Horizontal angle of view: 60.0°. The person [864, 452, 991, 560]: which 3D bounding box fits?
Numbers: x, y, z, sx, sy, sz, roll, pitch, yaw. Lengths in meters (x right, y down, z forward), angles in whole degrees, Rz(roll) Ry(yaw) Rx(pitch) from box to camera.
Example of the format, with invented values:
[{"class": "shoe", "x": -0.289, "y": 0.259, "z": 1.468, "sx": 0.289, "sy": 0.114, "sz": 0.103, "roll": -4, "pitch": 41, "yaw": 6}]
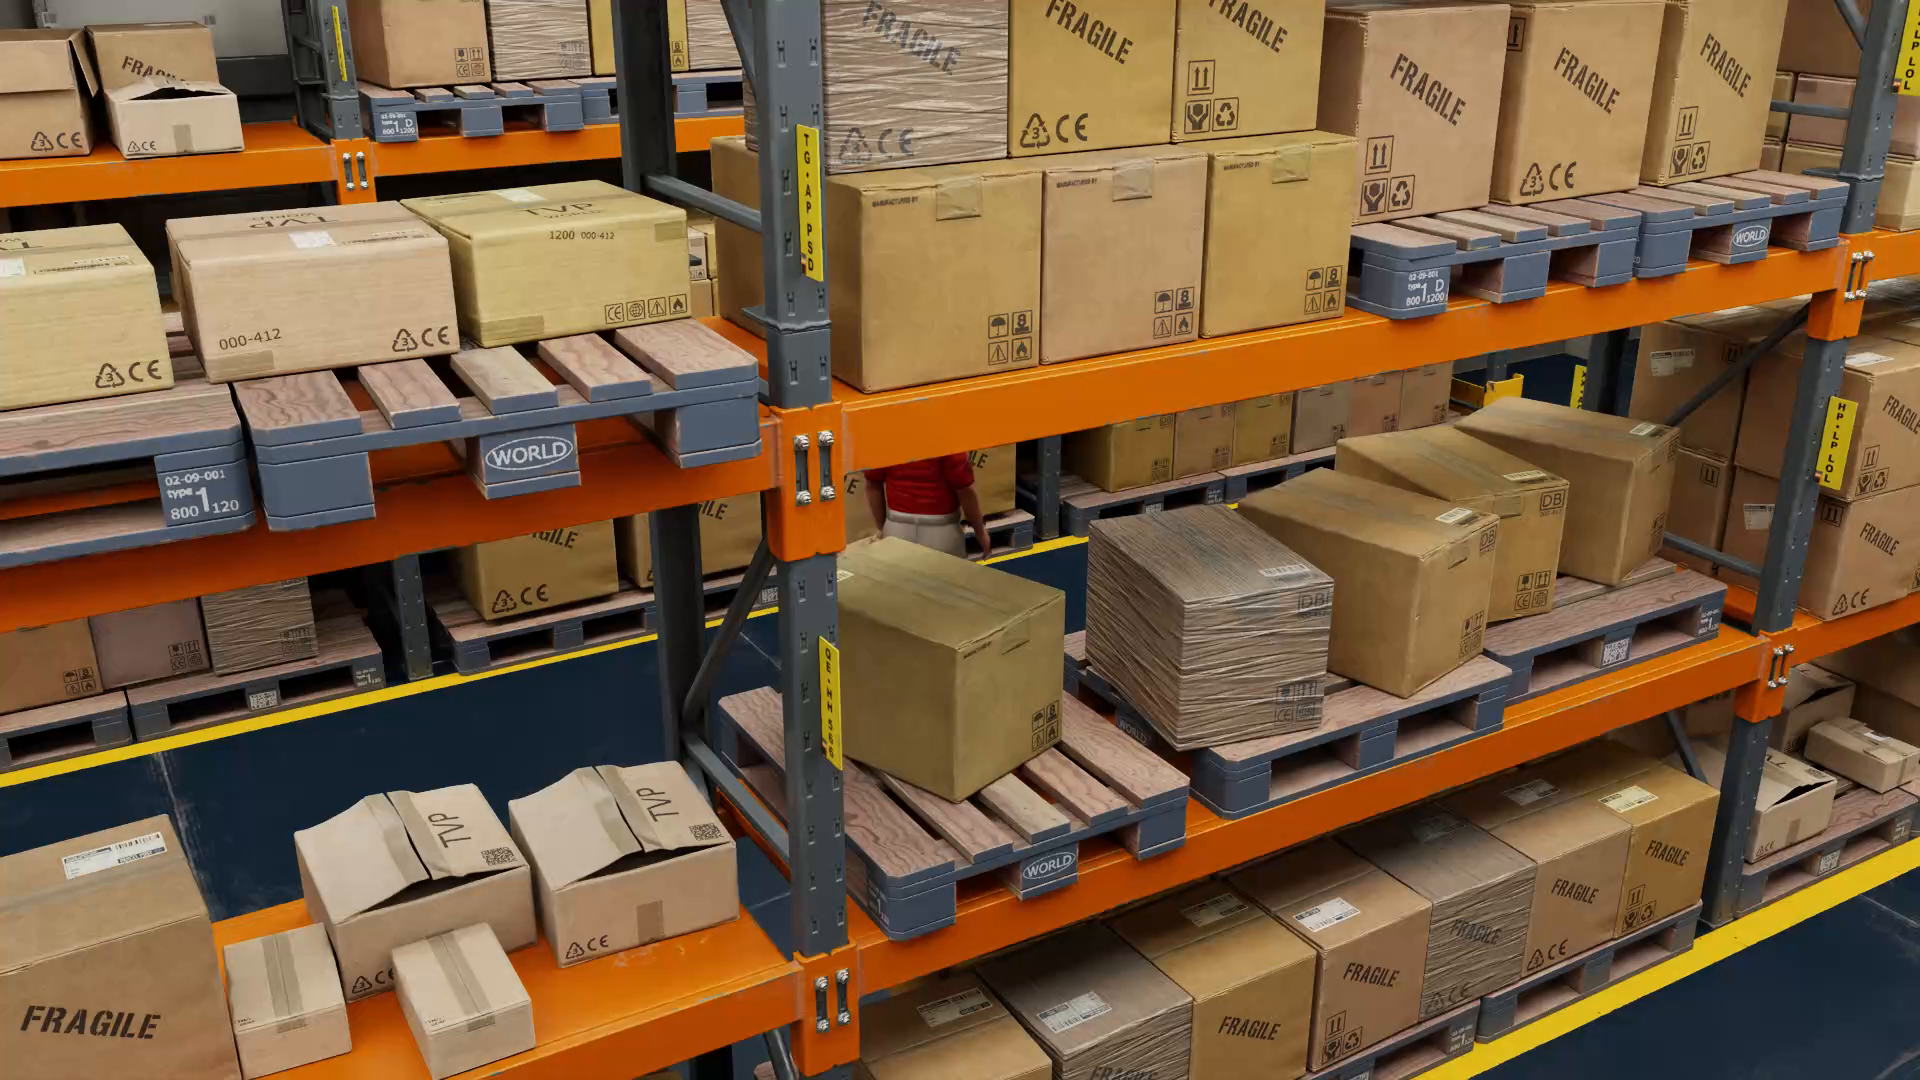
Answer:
[{"class": "person", "x": -0.157, "y": -0.018, "z": 8.395, "sx": 0.620, "sy": 1.722, "sz": 0.570, "roll": 5, "pitch": 22, "yaw": 13}]
